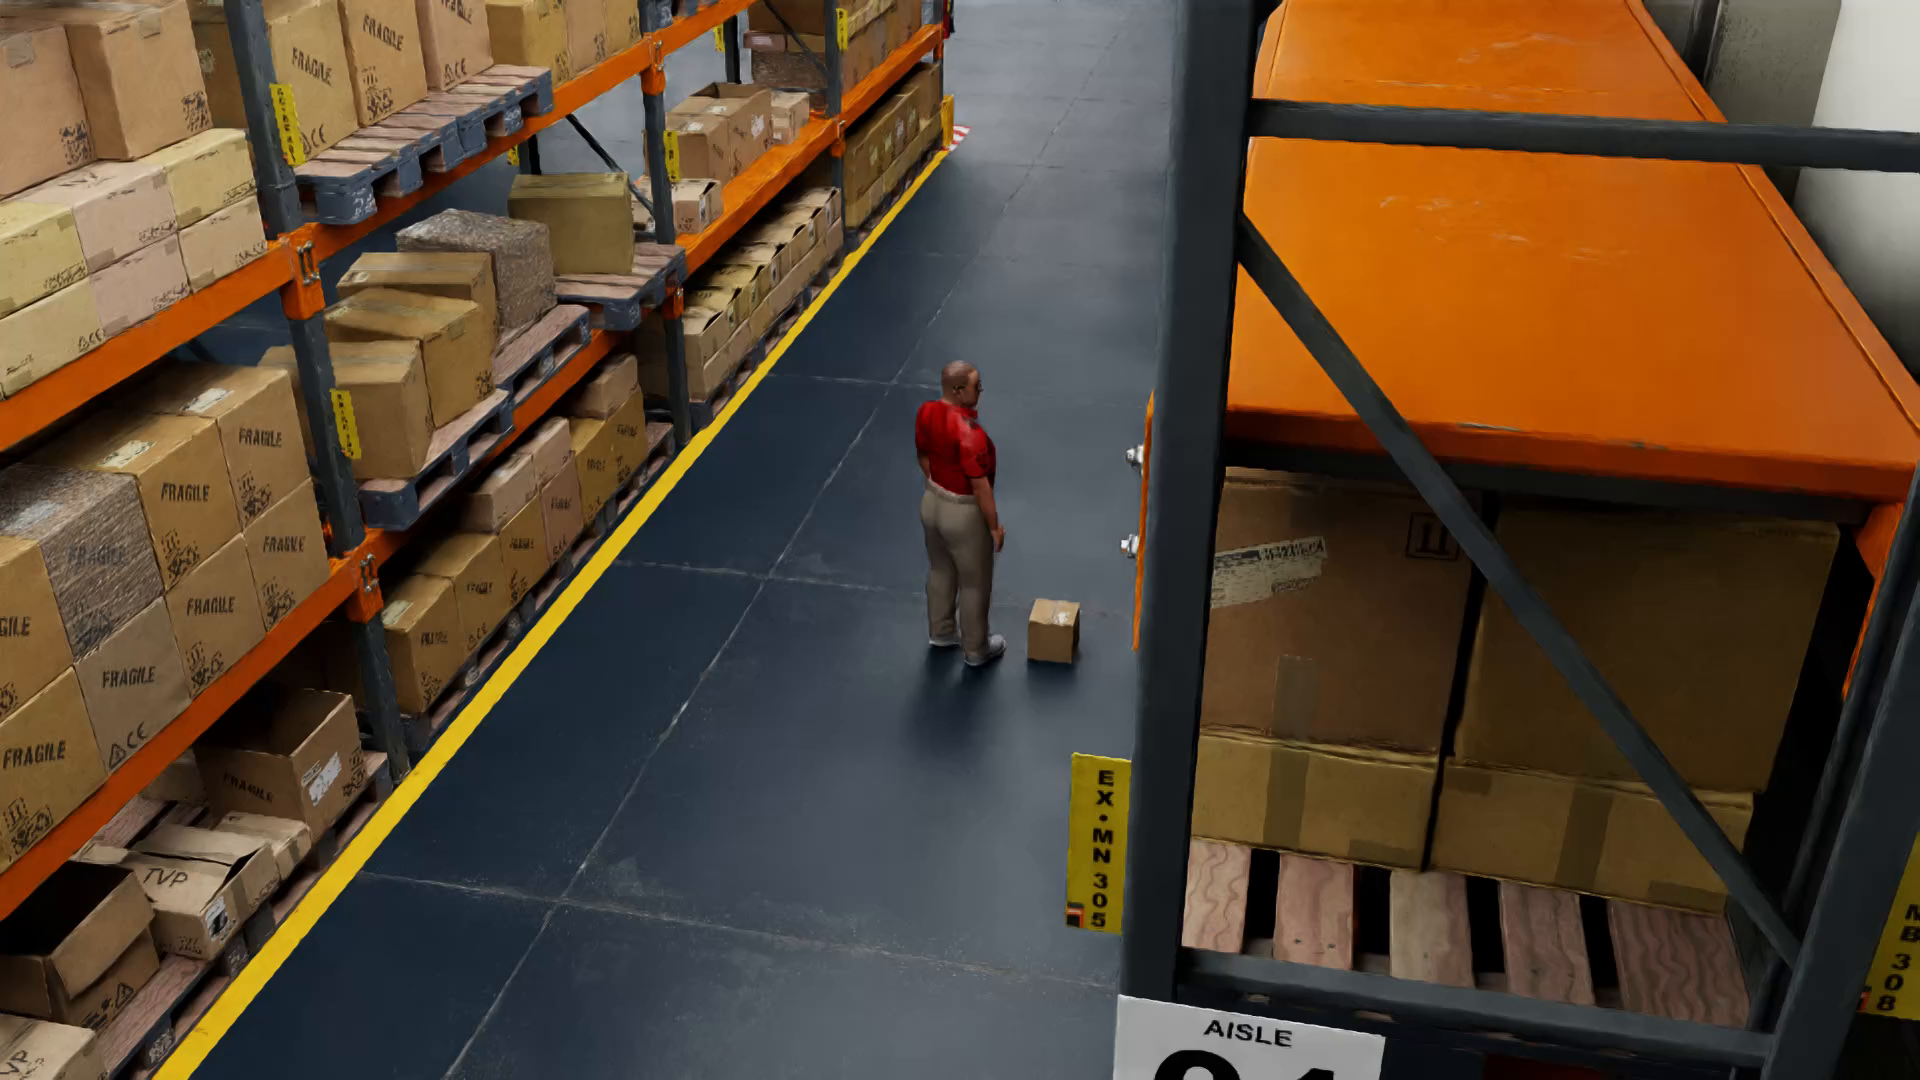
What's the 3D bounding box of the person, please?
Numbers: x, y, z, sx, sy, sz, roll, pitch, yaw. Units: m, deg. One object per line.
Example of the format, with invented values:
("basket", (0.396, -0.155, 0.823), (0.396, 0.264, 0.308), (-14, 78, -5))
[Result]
("person", (0.029, -0.129, 8.881), (0.431, 1.783, 0.588), (-18, 33, -30))
